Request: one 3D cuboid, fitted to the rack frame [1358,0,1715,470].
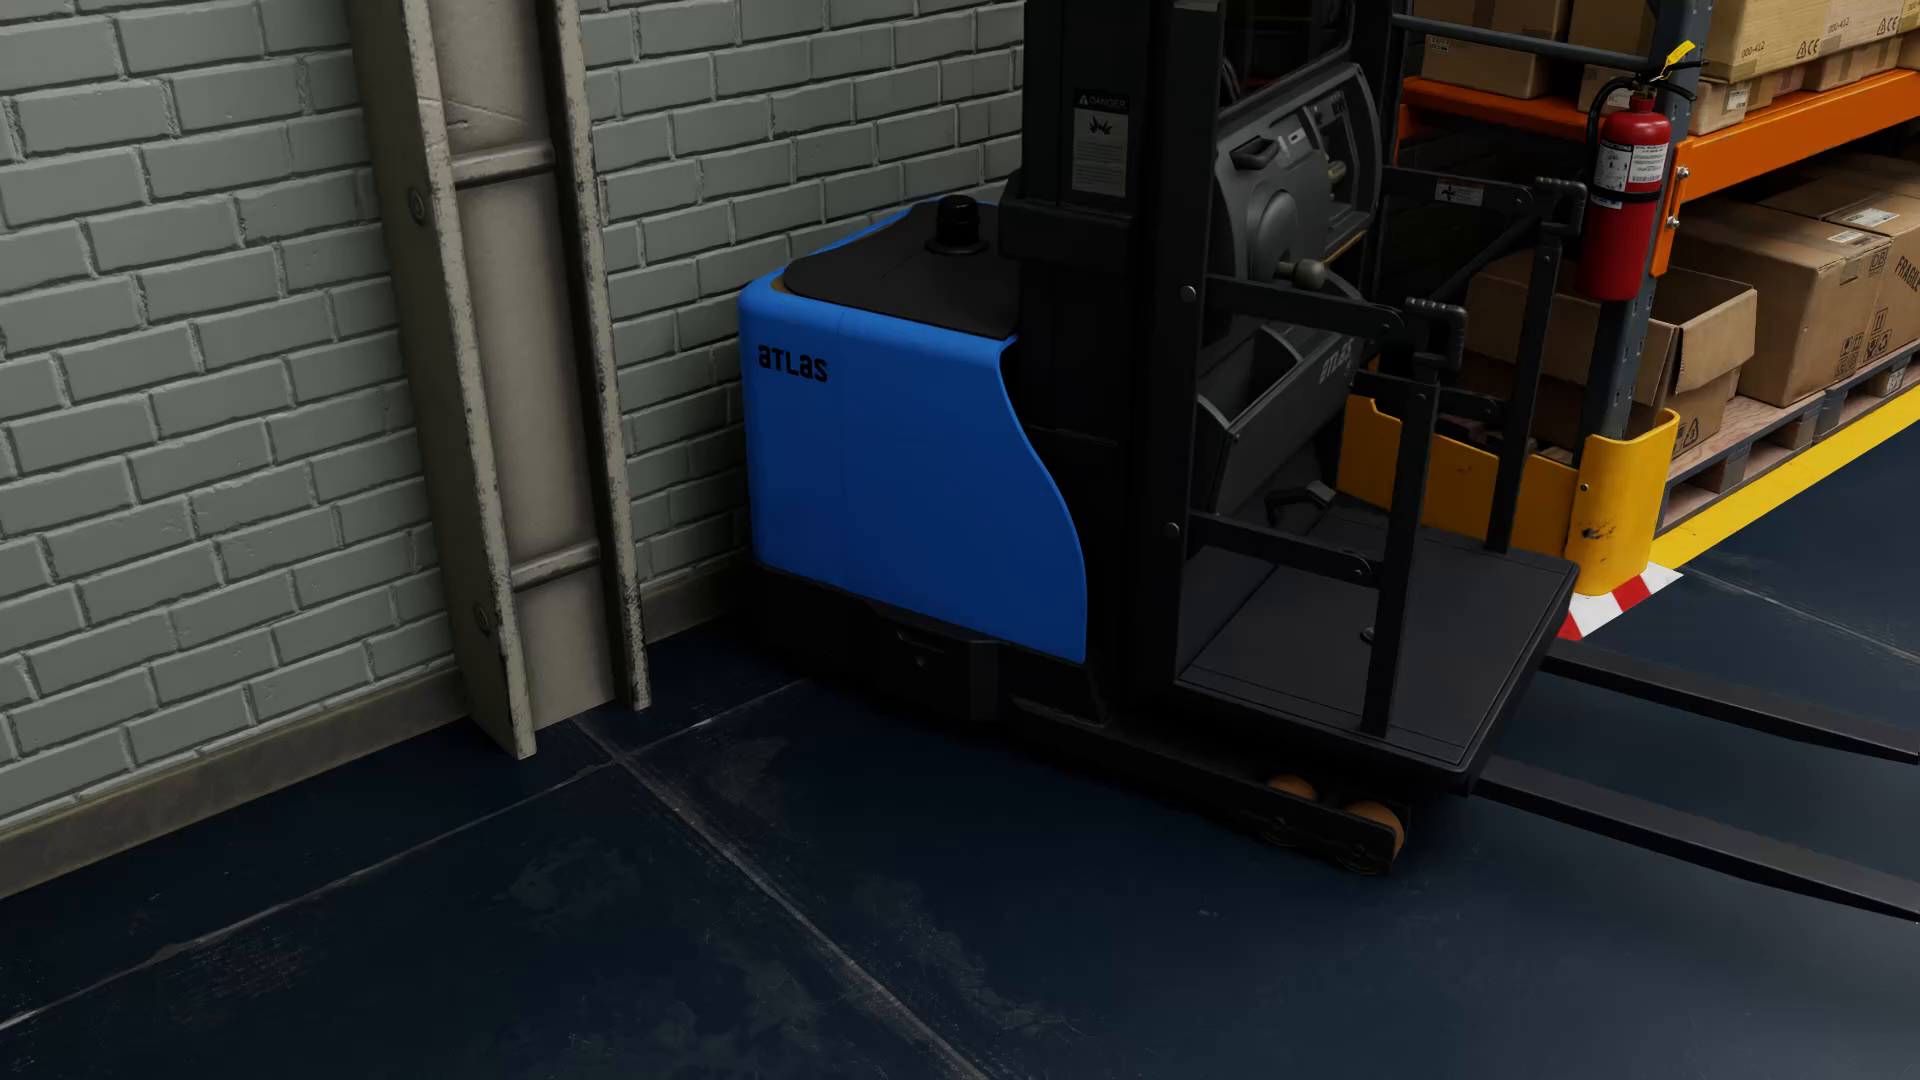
[{"bbox_3d":[1.568,-1.382,4.653,0.127,3.000,1.000,-22,35,-35],"label":"rack frame"}]

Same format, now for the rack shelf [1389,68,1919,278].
[{"bbox_3d":[3.089,-1.676,5.968,4.000,0.370,1.077,-22,35,-35],"label":"rack shelf"}]

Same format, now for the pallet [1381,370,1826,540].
[{"bbox_3d":[2.231,-0.419,5.811,1.213,0.211,1.003,-22,35,-35],"label":"pallet"}]

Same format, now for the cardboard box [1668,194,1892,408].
[{"bbox_3d":[2.770,-0.865,5.893,0.500,0.500,0.700,-20,34,-33],"label":"cardboard box"}]

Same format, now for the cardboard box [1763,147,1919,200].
[{"bbox_3d":[3.560,-1.183,6.488,0.500,0.500,0.700,-23,36,-37],"label":"cardboard box"}]

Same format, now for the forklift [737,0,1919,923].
[{"bbox_3d":[0.949,-0.813,3.661,3.031,2.935,1.130,16,32,27],"label":"forklift"}]

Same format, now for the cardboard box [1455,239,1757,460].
[{"bbox_3d":[2.095,-0.619,5.429,0.637,0.503,0.797,-24,36,-37],"label":"cardboard box"}]

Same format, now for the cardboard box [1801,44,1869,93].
[{"bbox_3d":[2.569,-1.516,5.171,0.250,0.149,0.380,-21,34,-33],"label":"cardboard box"}]

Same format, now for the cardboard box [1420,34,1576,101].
[{"bbox_3d":[1.646,-1.469,5.082,0.250,0.149,0.380,-22,35,-35],"label":"cardboard box"}]

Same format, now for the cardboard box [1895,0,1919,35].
[{"bbox_3d":[2.855,-1.800,5.279,0.500,0.250,0.500,-23,36,-36],"label":"cardboard box"}]

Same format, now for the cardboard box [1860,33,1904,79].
[{"bbox_3d":[2.767,-1.599,5.326,0.250,0.149,0.380,-21,35,-34],"label":"cardboard box"}]

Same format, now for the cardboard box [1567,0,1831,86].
[{"bbox_3d":[2.088,-1.489,4.698,0.500,0.250,0.500,-22,35,-35],"label":"cardboard box"}]

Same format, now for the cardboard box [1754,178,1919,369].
[{"bbox_3d":[3.237,-0.991,6.129,0.500,0.500,0.500,-21,35,-34],"label":"cardboard box"}]

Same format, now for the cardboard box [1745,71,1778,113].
[{"bbox_3d":[2.159,-1.368,4.893,0.250,0.149,0.380,-21,35,-34],"label":"cardboard box"}]

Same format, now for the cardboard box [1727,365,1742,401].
[{"bbox_3d":[2.443,-0.579,5.730,0.250,0.149,0.380,-24,36,-37],"label":"cardboard box"}]

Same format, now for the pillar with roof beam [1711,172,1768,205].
[{"bbox_3d":[6.290,-3.818,2.847,0.400,9.000,9.100,-22,35,-35],"label":"pillar with roof beam"}]

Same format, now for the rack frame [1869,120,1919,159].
[{"bbox_3d":[4.611,-2.606,6.943,0.127,3.000,1.000,-22,35,-35],"label":"rack frame"}]

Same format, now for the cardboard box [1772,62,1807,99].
[{"bbox_3d":[2.337,-1.461,5.067,0.250,0.149,0.380,-22,35,-36],"label":"cardboard box"}]

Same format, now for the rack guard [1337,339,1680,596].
[{"bbox_3d":[1.626,-0.303,5.286,0.348,0.500,1.175,-22,35,-35],"label":"rack guard"}]

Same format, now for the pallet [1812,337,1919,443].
[{"bbox_3d":[3.159,-0.791,6.506,1.213,0.211,1.003,-22,35,-35],"label":"pallet"}]

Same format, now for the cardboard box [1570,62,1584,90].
[{"bbox_3d":[1.879,-1.524,5.186,0.250,0.149,0.380,-21,34,-34],"label":"cardboard box"}]

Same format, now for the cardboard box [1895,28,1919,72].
[{"bbox_3d":[3.008,-1.650,5.421,0.250,0.149,0.380,-23,36,-36],"label":"cardboard box"}]

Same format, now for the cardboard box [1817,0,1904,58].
[{"bbox_3d":[2.471,-1.643,4.986,0.500,0.250,0.500,-21,35,-34],"label":"cardboard box"}]

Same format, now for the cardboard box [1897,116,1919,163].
[{"bbox_3d":[4.792,-1.945,7.913,0.500,0.500,0.500,-22,35,-35],"label":"cardboard box"}]

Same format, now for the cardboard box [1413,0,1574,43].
[{"bbox_3d":[1.745,-1.683,5.060,0.500,0.250,0.500,-21,34,-34],"label":"cardboard box"}]

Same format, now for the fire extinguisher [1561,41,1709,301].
[{"bbox_3d":[1.756,-0.973,4.365,0.183,0.674,0.296,-22,35,-35],"label":"fire extinguisher"}]

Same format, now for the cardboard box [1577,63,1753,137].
[{"bbox_3d":[1.996,-1.273,4.717,0.250,0.149,0.380,-22,35,-35],"label":"cardboard box"}]
